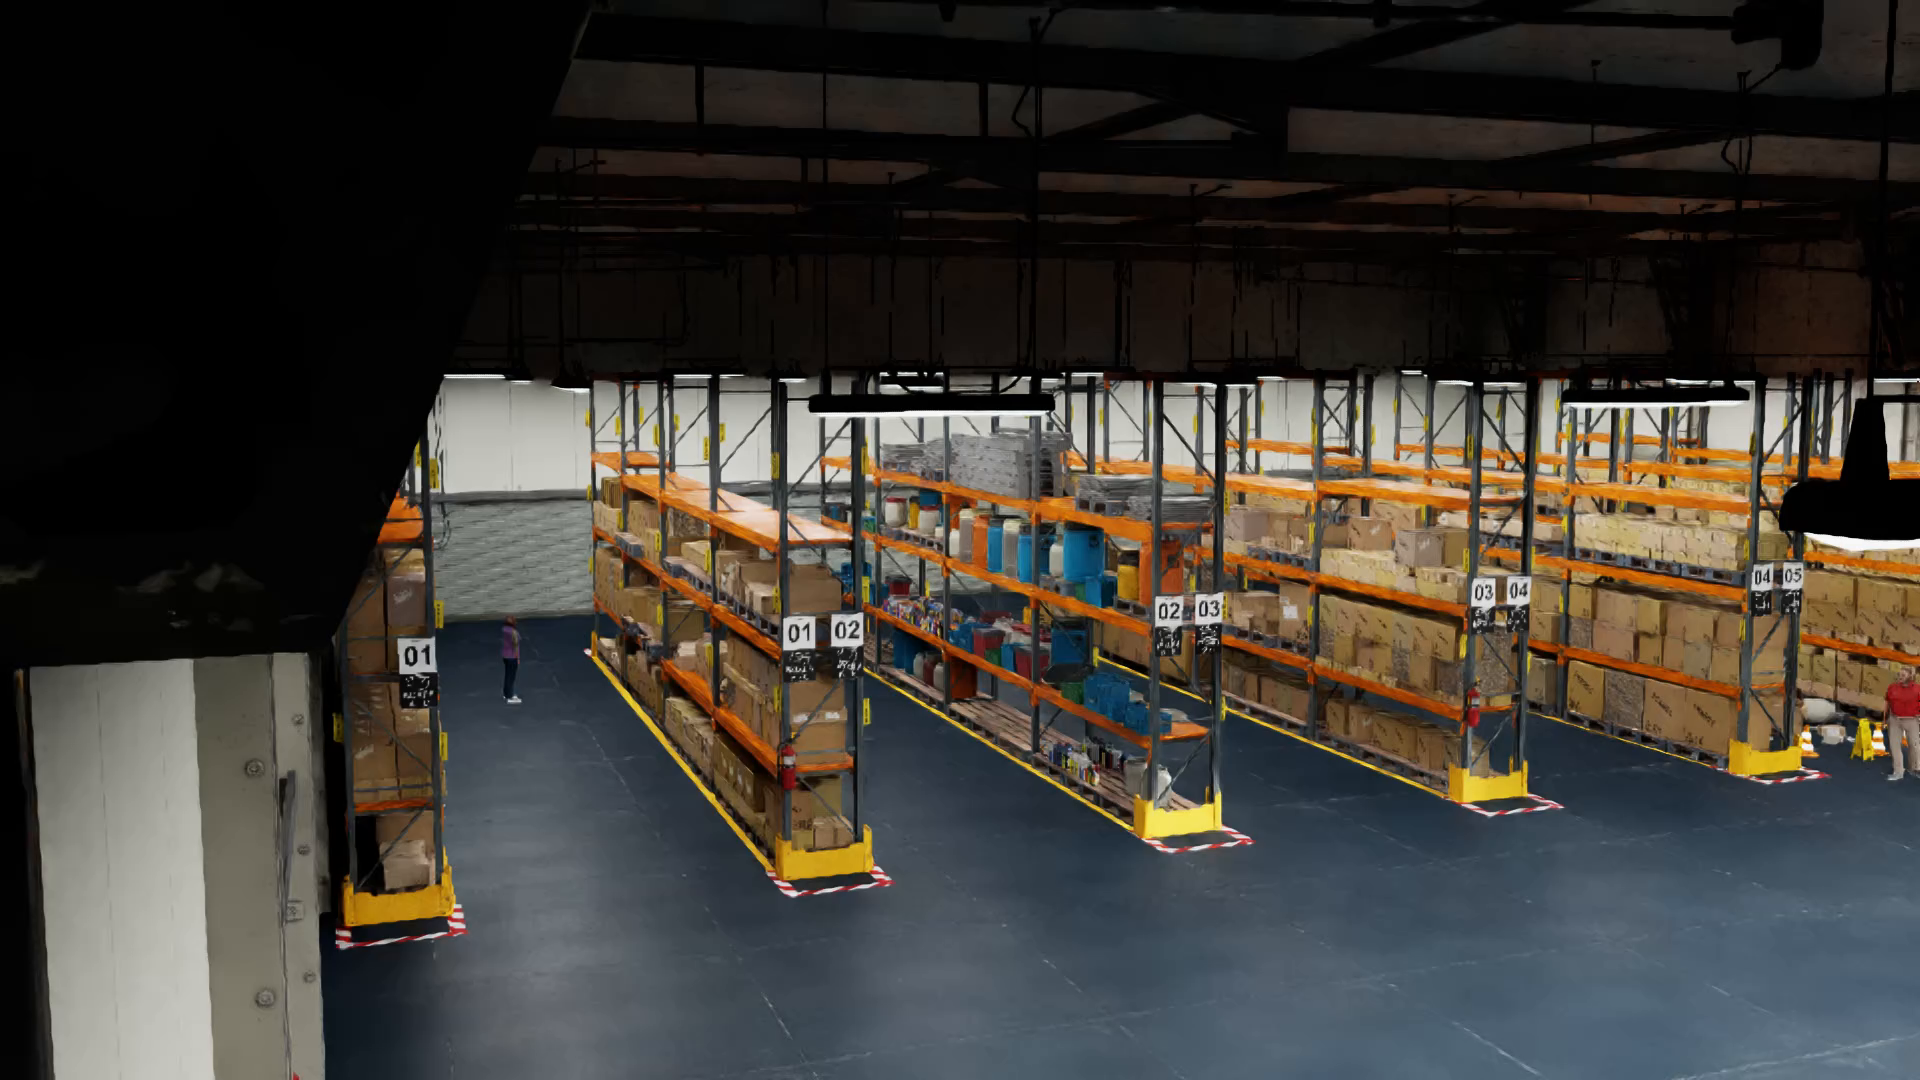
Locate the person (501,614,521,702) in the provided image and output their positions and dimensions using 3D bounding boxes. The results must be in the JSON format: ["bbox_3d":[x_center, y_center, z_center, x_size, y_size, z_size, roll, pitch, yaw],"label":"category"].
[{"bbox_3d":[-8.179,2.139,30.320,0.347,1.600,0.533,-6,9,-43],"label":"person"}]

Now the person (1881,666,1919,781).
[{"bbox_3d":[14.122,2.724,24.802,0.656,1.714,0.568,5,8,39],"label":"person"}]
